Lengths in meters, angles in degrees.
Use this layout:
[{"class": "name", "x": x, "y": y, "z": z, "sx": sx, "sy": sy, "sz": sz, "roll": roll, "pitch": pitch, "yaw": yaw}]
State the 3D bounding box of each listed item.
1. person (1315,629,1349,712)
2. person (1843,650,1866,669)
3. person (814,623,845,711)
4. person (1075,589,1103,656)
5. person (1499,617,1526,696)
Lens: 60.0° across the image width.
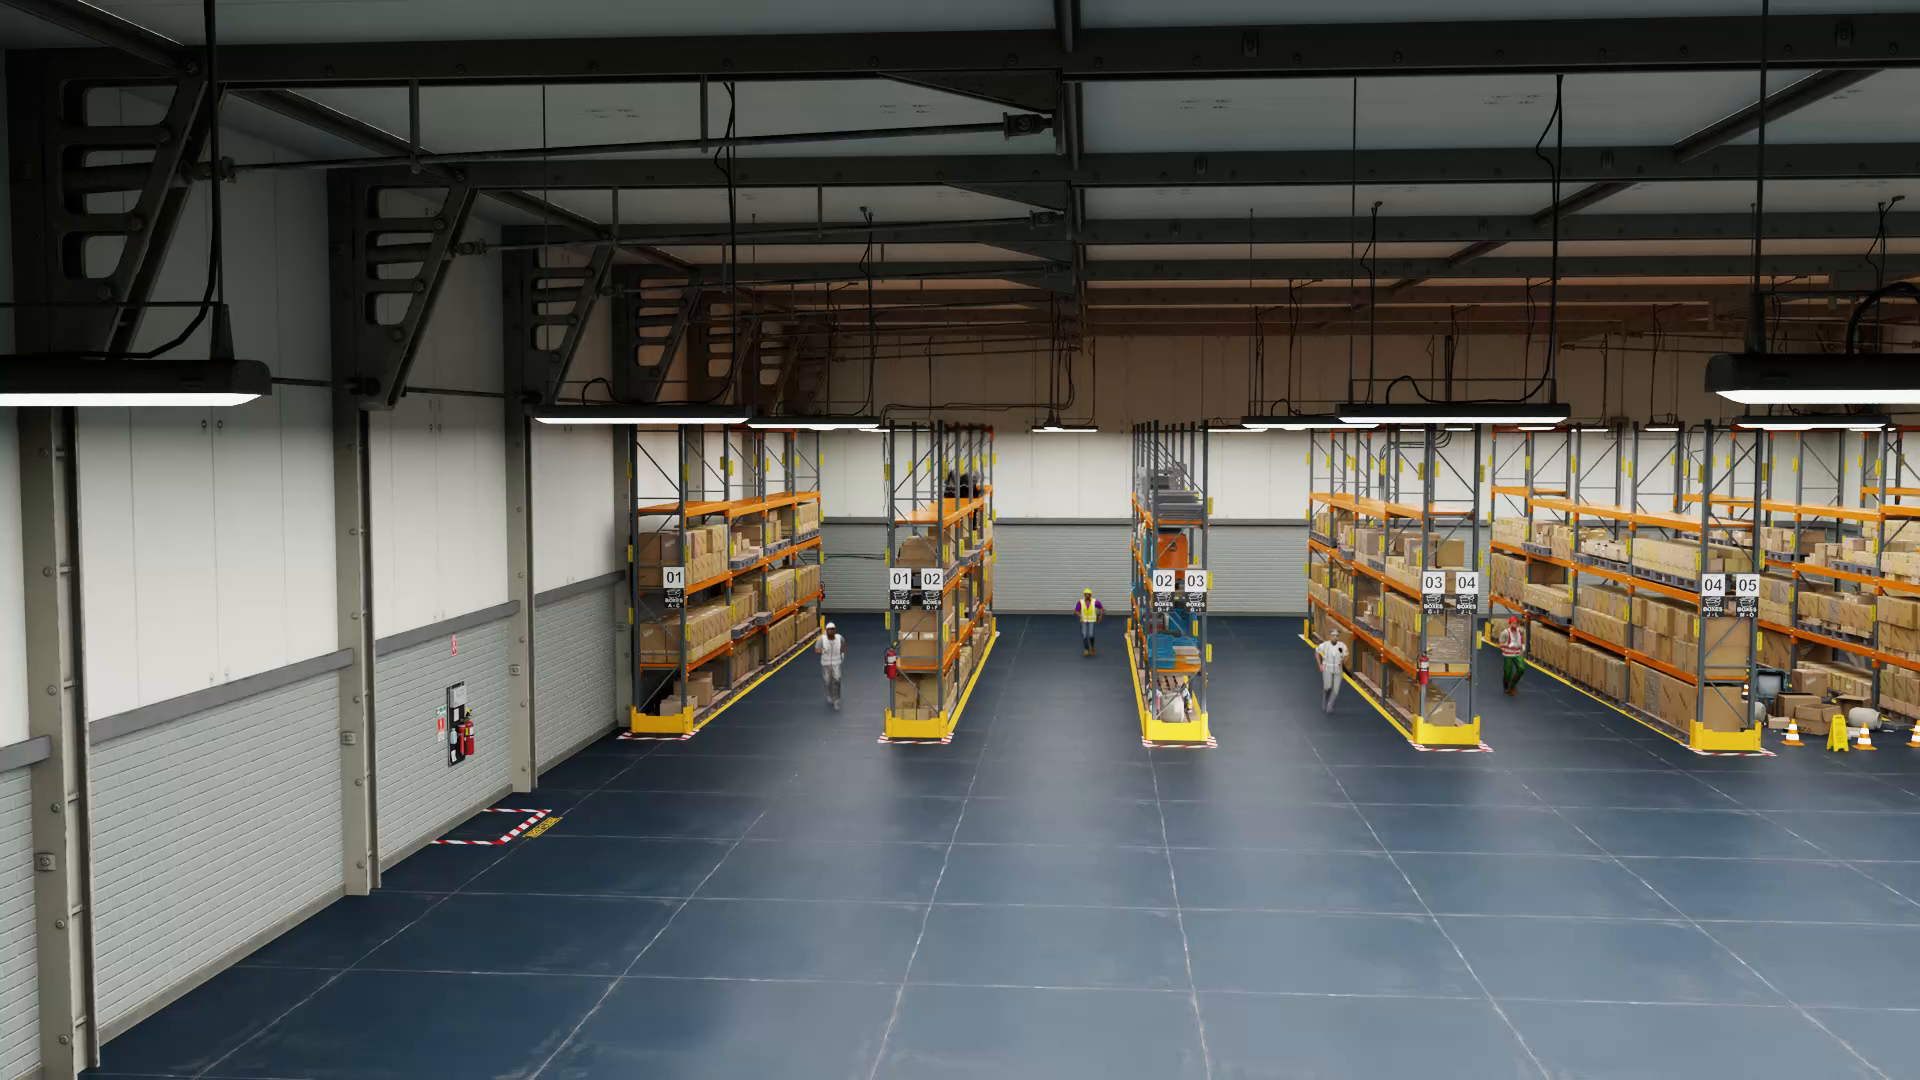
[{"class": "person", "x": 7.660, "y": 2.684, "z": 34.166, "sx": 0.655, "sy": 1.739, "sz": 0.638, "roll": 0, "pitch": 4, "yaw": 3}, {"class": "person", "x": 21.371, "y": 2.372, "z": 39.636, "sx": 0.672, "sy": 1.703, "sz": 0.629, "roll": 0, "pitch": 4, "yaw": 5}, {"class": "person", "x": -2.729, "y": 2.641, "z": 34.897, "sx": 0.651, "sy": 1.837, "sz": 0.853, "roll": 0, "pitch": 4, "yaw": -5}, {"class": "person", "x": 3.323, "y": 2.135, "z": 42.961, "sx": 0.727, "sy": 1.751, "sz": 0.650, "roll": 1, "pitch": 4, "yaw": 9}, {"class": "person", "x": 12.055, "y": 2.530, "z": 36.245, "sx": 0.697, "sy": 1.745, "sz": 0.807, "roll": 0, "pitch": 4, "yaw": -8}]
